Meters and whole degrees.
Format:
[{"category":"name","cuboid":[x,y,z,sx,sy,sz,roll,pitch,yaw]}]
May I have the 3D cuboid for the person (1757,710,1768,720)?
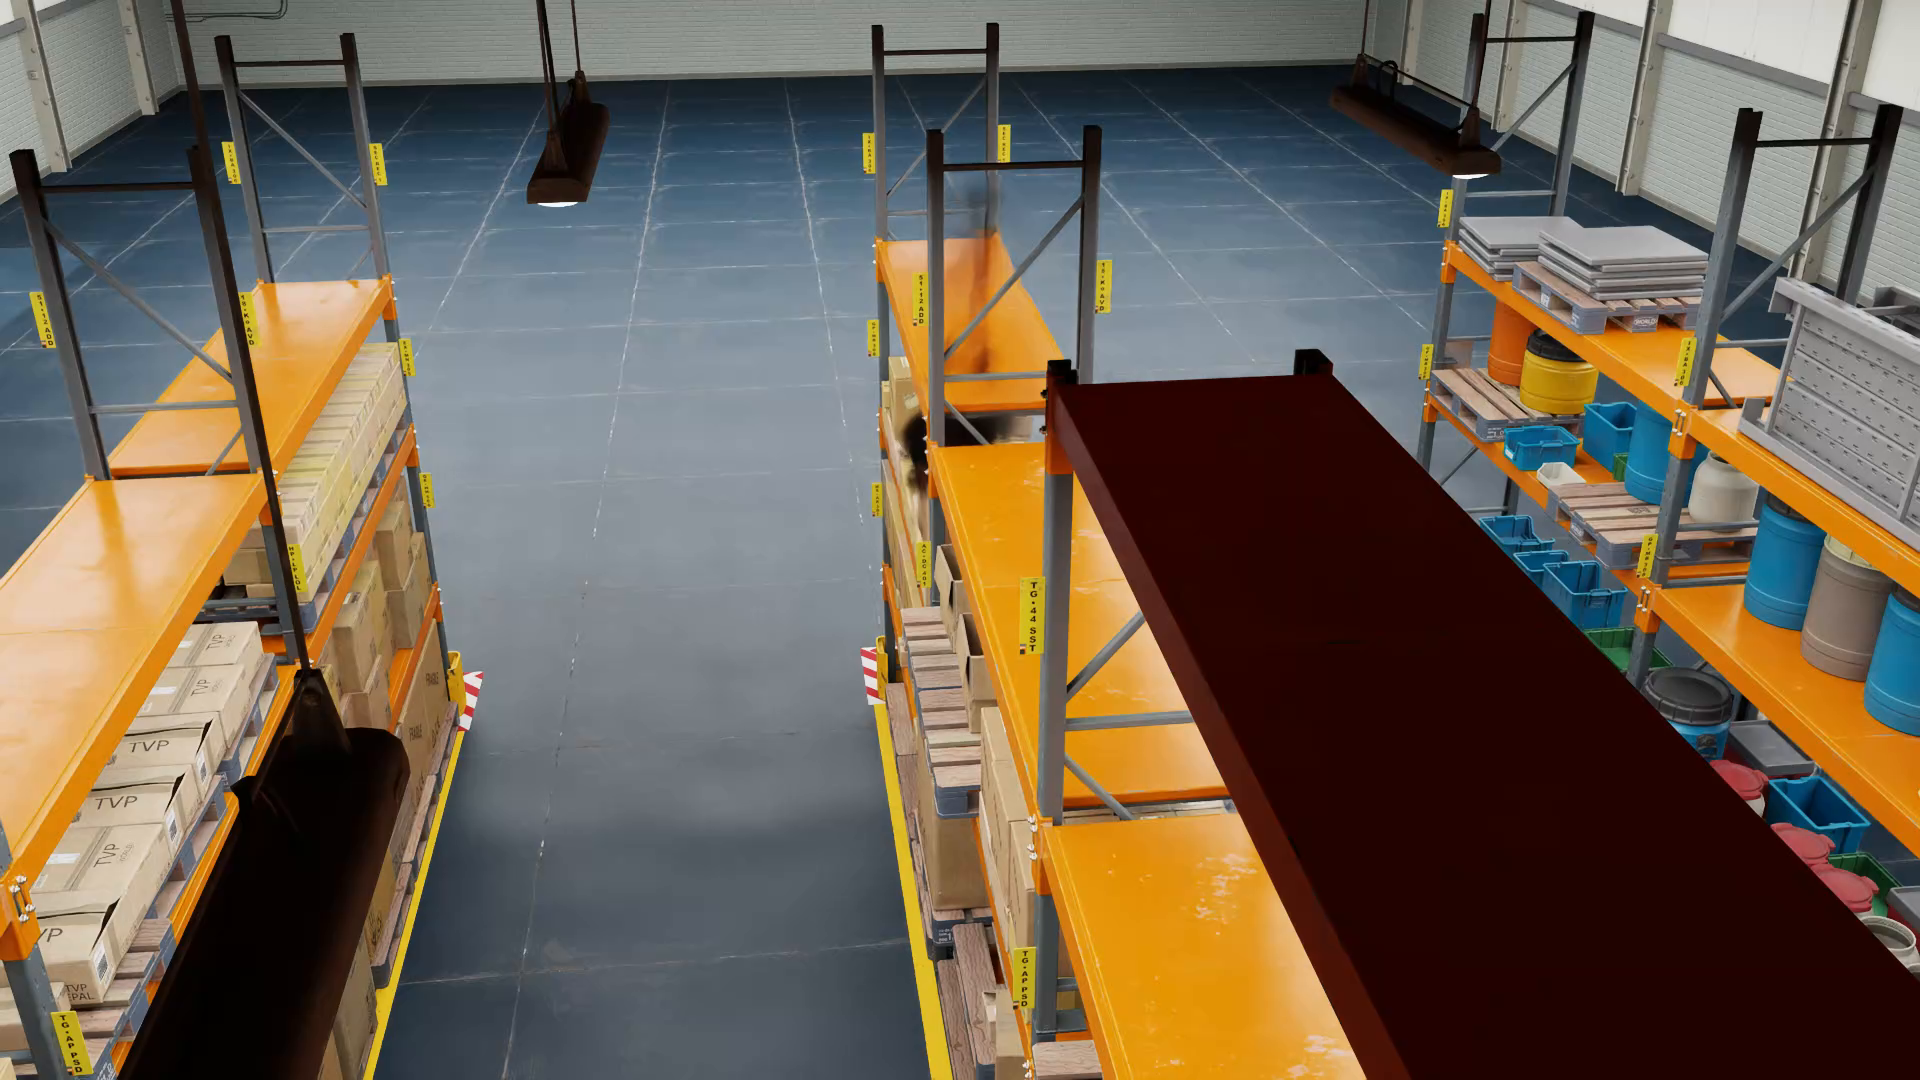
[{"category":"person","cuboid":[6.565,1.621,13.199,0.748,1.758,1.063,-2,26,-4]}]
